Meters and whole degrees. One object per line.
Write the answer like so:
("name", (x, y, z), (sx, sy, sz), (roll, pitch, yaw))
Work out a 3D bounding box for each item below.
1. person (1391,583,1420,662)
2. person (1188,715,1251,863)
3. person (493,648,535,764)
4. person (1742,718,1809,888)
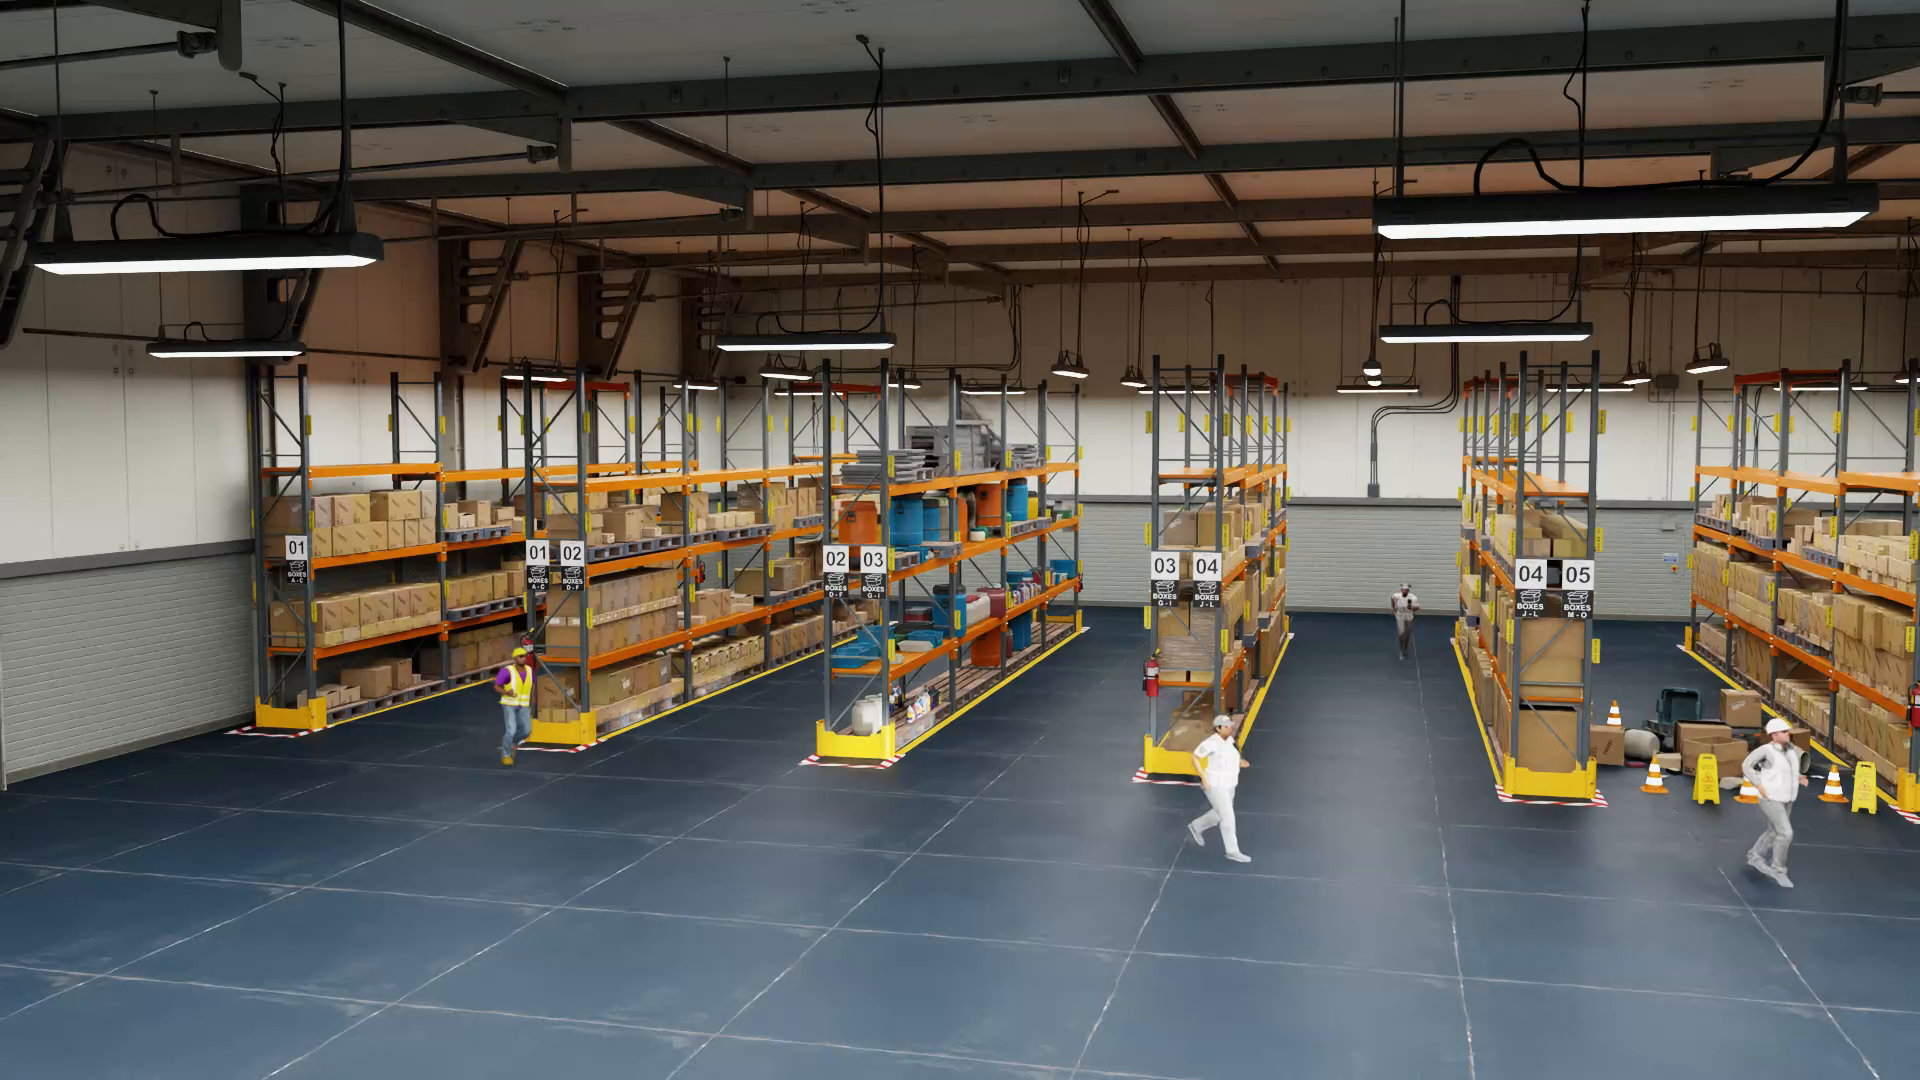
("person", (9.522, 1.728, 35.583), (0.573, 1.678, 0.896), (1, 4, 11))
("person", (2.981, 2.833, 19.209), (0.906, 1.649, 0.607), (4, 5, 42))
("person", (-6.529, 2.447, 24.622), (0.716, 1.709, 0.601), (-3, 5, -40))
("person", (8.969, 2.872, 18.274), (0.650, 1.835, 0.697), (-2, 4, -29))
